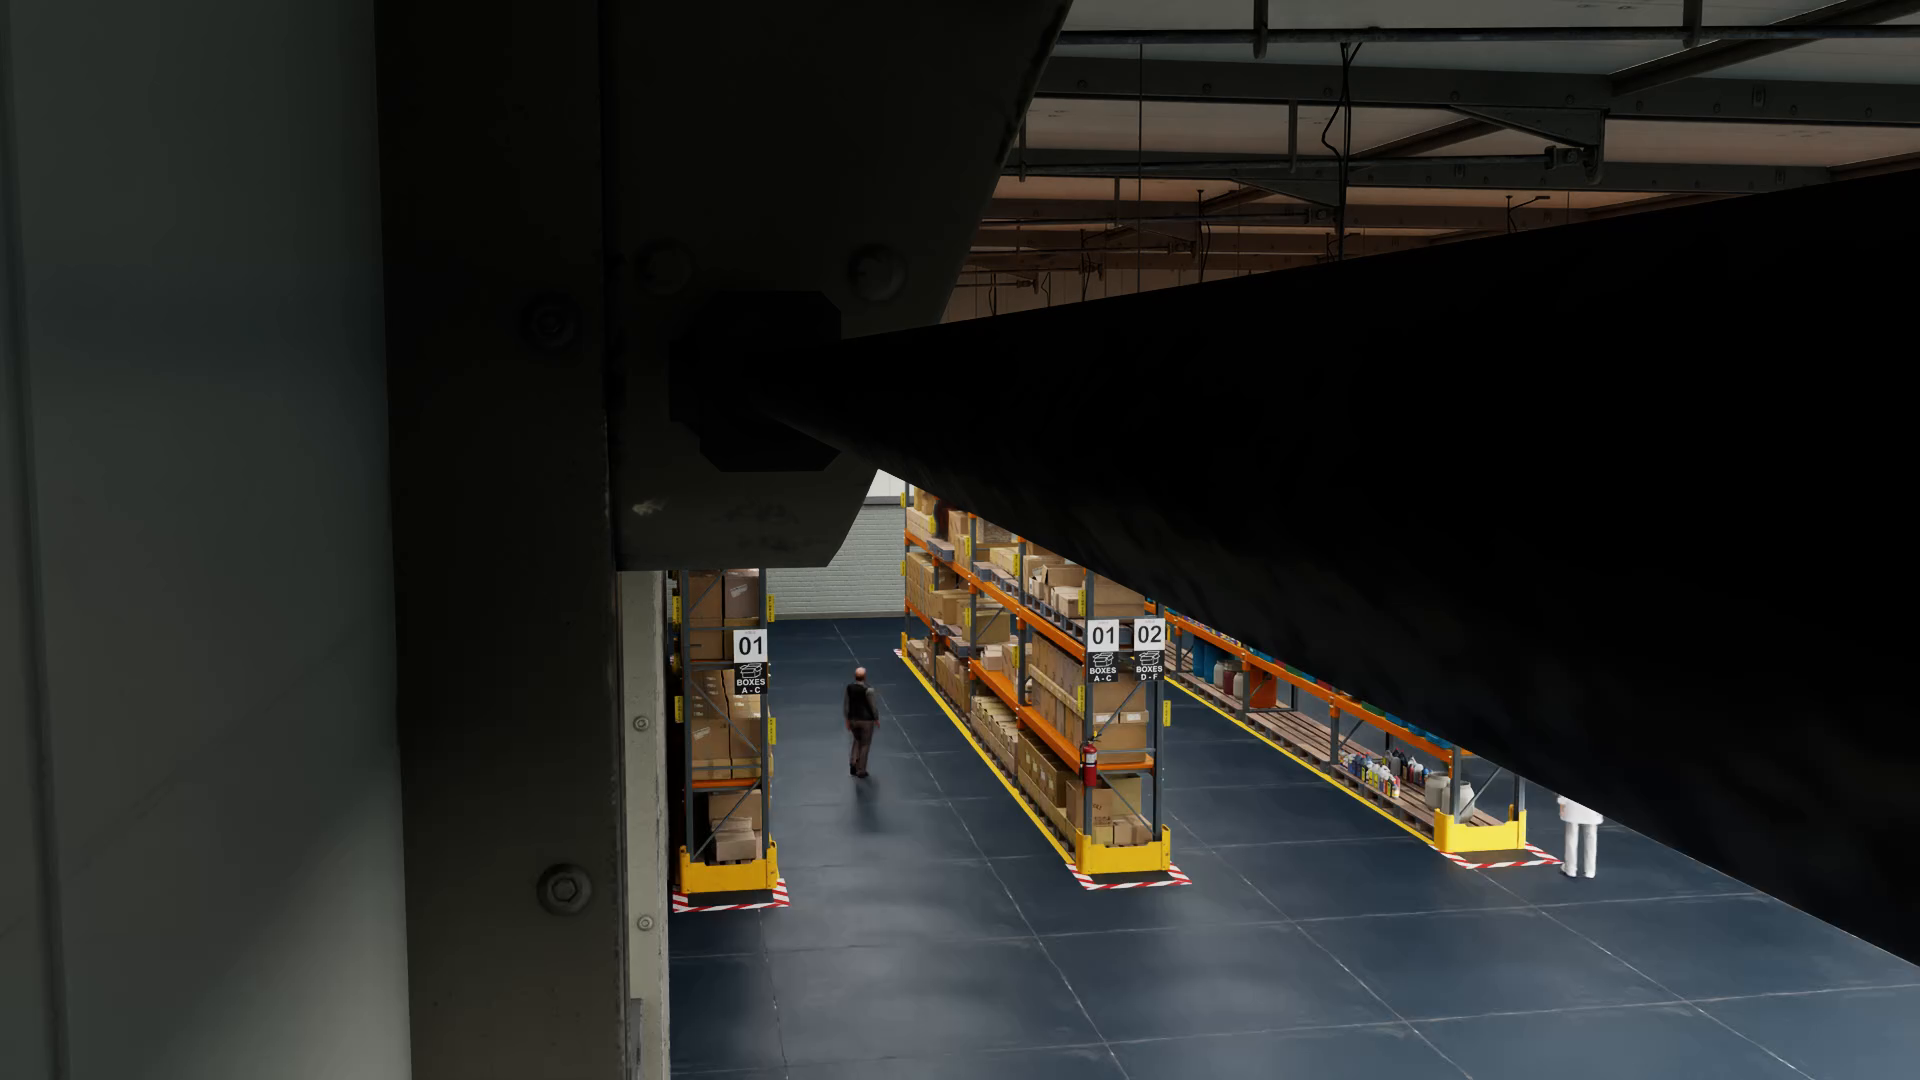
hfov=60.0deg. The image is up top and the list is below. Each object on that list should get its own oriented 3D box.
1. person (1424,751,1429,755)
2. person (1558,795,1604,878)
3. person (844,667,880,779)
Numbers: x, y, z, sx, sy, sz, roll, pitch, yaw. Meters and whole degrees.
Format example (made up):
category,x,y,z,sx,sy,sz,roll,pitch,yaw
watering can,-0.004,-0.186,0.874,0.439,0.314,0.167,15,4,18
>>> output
category,x,y,z,sx,sy,sz,roll,pitch,yaw
person,7.743,2.643,26.933,0.528,1.781,0.669,3,7,27
person,7.761,3.292,20.707,0.582,1.787,0.388,2,6,20
person,-1.496,2.812,25.669,0.557,1.738,0.466,3,7,26
